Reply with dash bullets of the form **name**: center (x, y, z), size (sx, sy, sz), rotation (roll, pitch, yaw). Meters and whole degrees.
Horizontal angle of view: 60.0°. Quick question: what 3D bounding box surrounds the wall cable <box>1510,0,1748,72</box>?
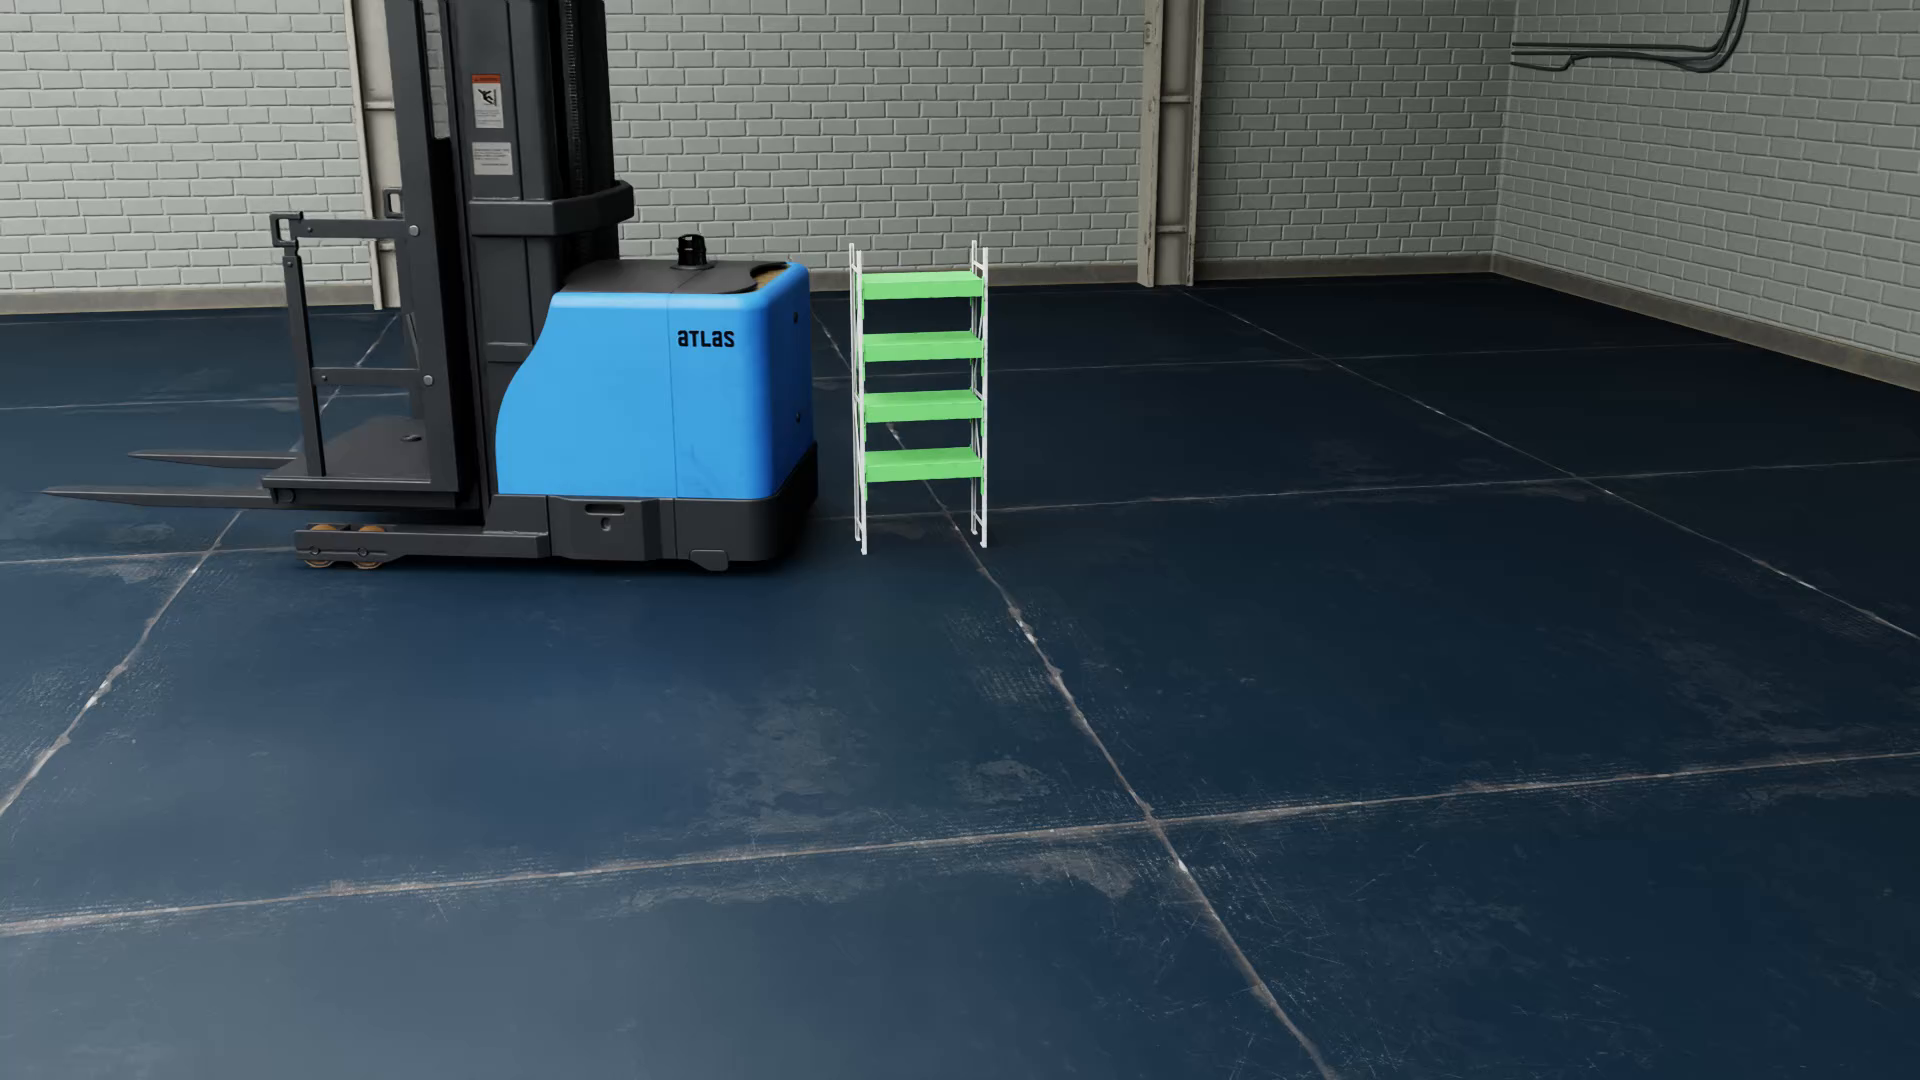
- **wall cable**: center (4.829, -4.709, 12.106), size (0.112, 2.526, 3.097), rotation (-3, 17, -10)

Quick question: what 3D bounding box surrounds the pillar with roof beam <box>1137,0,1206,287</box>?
- **pillar with roof beam**: center (2.502, -5.170, 8.317), size (0.400, 9.000, 9.100), rotation (-3, 17, -10)

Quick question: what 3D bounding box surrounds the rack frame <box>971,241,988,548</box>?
- **rack frame**: center (0.077, -0.578, 6.650), size (0.015, 1.200, 0.240), rotation (-3, 17, -10)

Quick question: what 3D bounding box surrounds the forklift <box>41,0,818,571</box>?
- **forklift**: center (-2.160, -1.440, 6.508), size (3.031, 2.935, 1.130), rotation (1, 17, 5)

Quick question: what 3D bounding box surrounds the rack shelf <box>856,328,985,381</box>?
- **rack shelf**: center (-0.163, -0.733, 6.554), size (0.480, 0.148, 0.258), rotation (-3, 17, -10)

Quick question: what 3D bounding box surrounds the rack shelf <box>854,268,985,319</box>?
- **rack shelf**: center (-0.163, -0.962, 6.483), size (0.480, 0.148, 0.258), rotation (-3, 17, -10)

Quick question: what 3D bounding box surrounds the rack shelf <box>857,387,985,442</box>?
- **rack shelf**: center (-0.163, -0.503, 6.624), size (0.480, 0.148, 0.258), rotation (-3, 17, -10)

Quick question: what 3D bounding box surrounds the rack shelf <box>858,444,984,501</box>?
- **rack shelf**: center (-0.163, -0.274, 6.695), size (0.480, 0.148, 0.258), rotation (-3, 17, -10)

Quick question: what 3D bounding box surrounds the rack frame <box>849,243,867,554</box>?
- **rack frame**: center (-0.402, -0.551, 6.561), size (0.015, 1.200, 0.240), rotation (-3, 17, -10)

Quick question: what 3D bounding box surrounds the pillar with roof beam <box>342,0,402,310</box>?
- **pillar with roof beam**: center (-3.389, -4.835, 7.229), size (0.400, 9.000, 9.100), rotation (-3, 17, -10)

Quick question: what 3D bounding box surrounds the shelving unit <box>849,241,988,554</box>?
- **shelving unit**: center (-0.163, -0.564, 6.606), size (0.503, 1.200, 0.258), rotation (-3, 17, -10)
